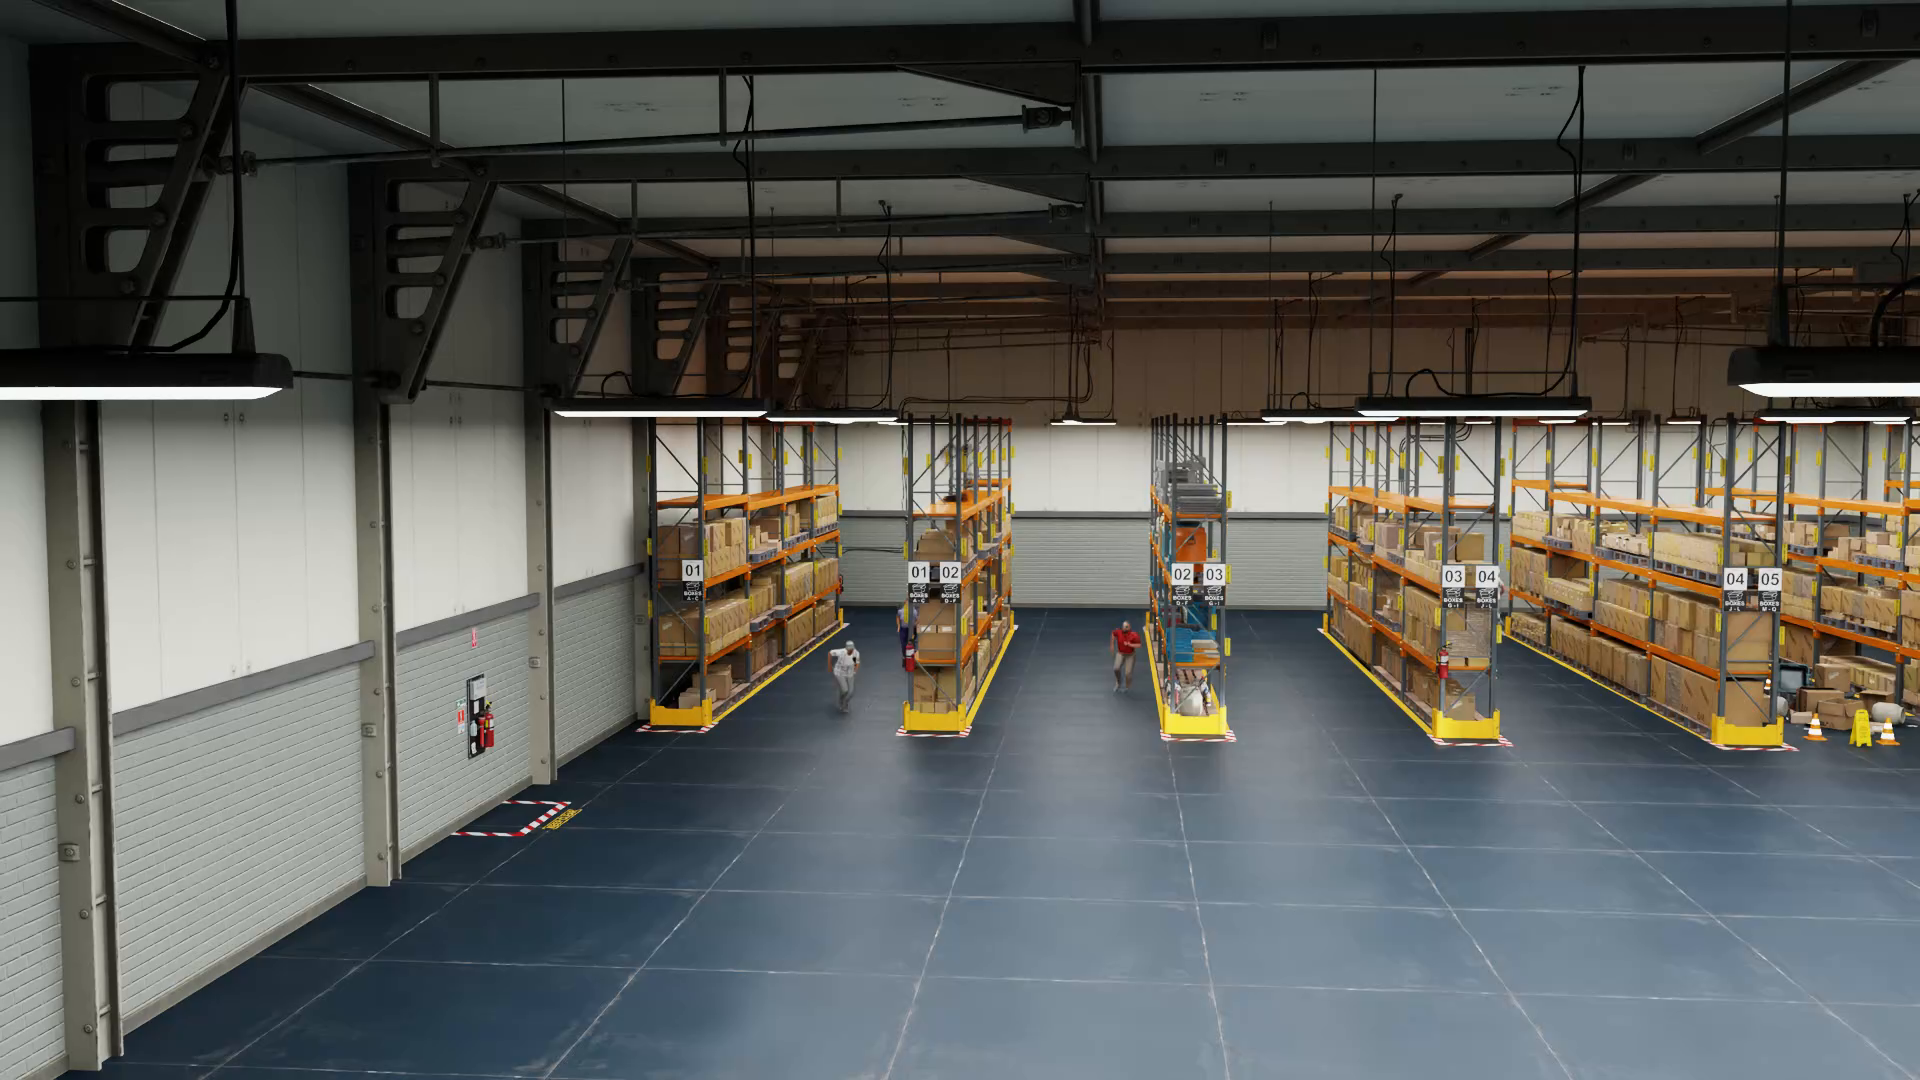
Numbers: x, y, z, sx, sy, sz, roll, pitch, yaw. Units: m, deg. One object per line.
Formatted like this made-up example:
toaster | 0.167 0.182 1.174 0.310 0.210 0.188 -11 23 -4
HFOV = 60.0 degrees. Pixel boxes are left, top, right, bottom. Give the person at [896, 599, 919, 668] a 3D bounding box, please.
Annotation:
person | -1.255 2.228 40.125 0.591 1.631 0.827 0 4 2

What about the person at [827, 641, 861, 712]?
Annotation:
person | -2.325 2.734 33.305 0.636 1.497 0.856 -2 4 -23

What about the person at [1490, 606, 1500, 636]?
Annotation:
person | 13.508 2.082 42.453 0.506 1.638 0.697 0 4 6

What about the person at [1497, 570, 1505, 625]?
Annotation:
person | 15.088 1.675 47.214 0.805 1.802 0.711 0 4 5

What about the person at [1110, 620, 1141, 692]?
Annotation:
person | 3.574 2.526 35.962 0.732 1.623 0.820 1 4 15
